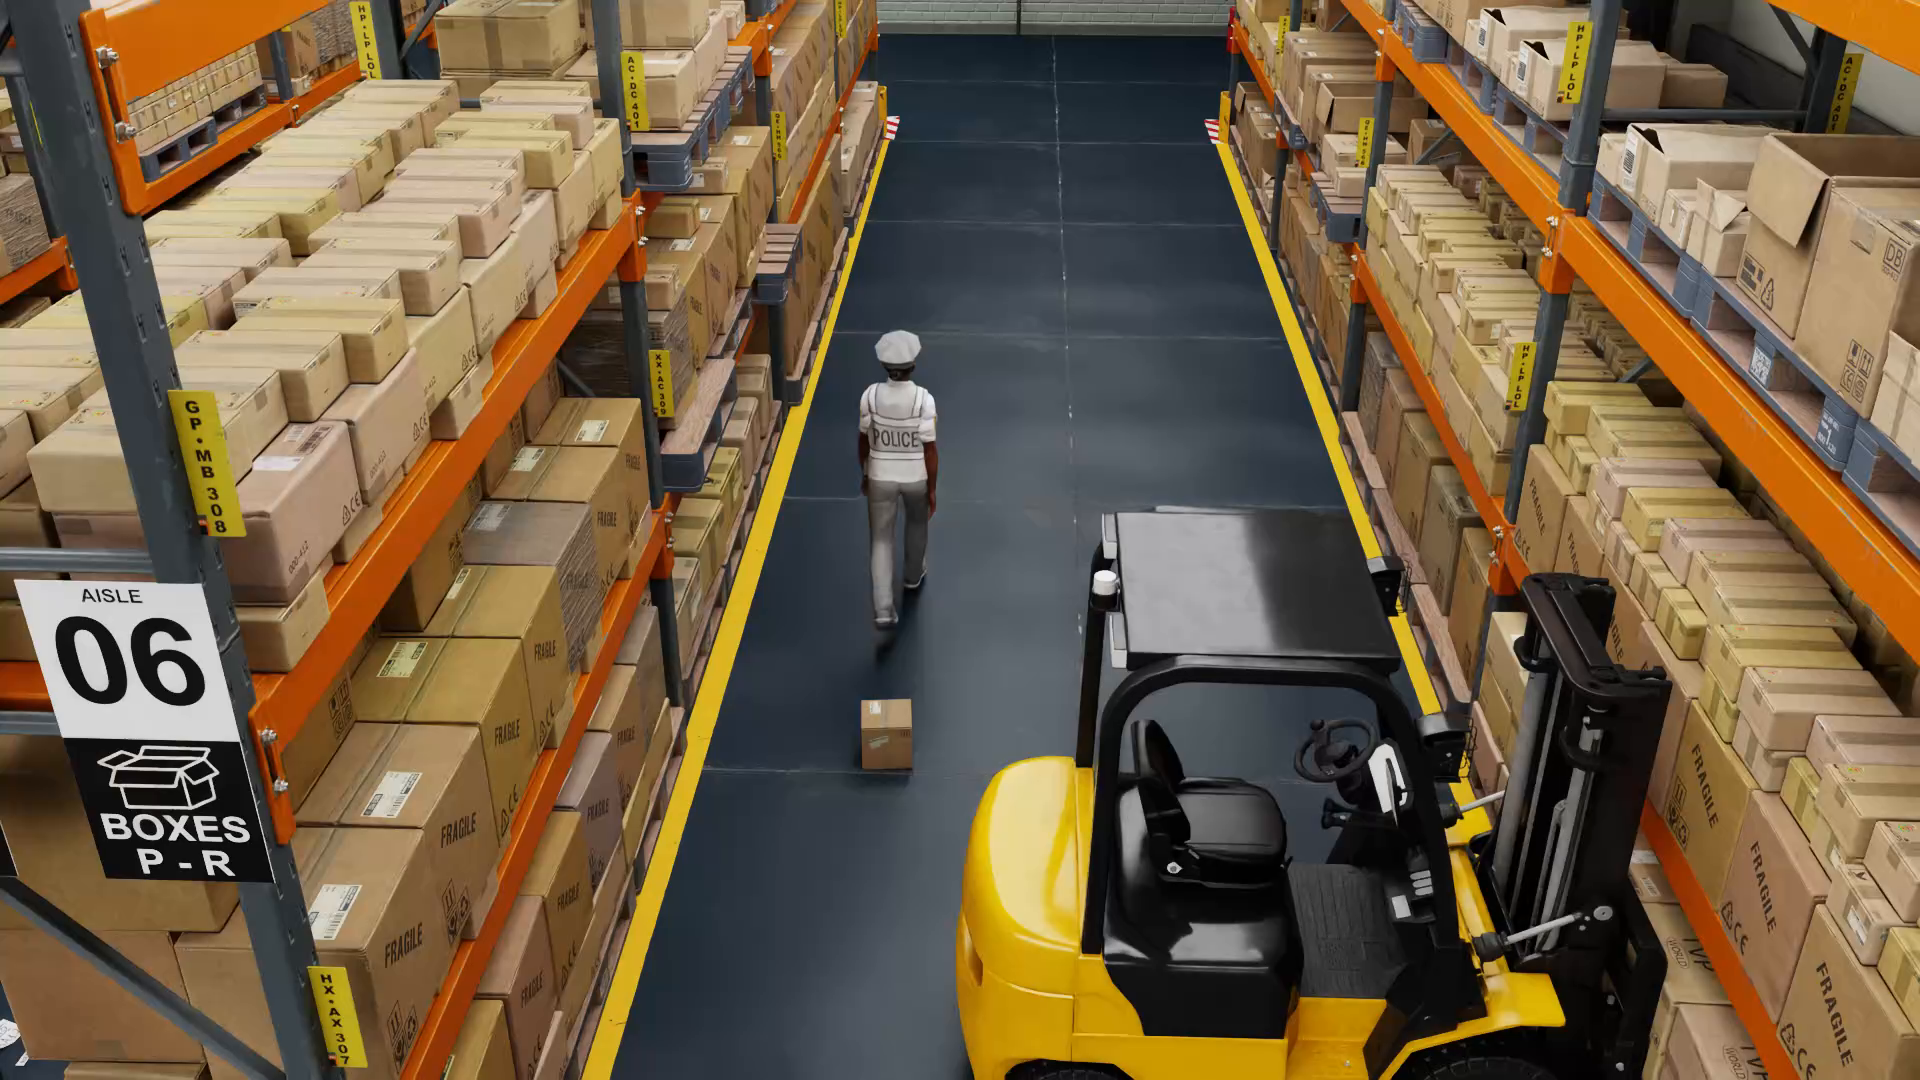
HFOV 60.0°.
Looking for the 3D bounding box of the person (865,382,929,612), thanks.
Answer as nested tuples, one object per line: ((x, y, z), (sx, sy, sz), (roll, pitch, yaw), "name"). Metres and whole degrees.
((-0.327, -0.227, 9.234), (0.386, 1.331, 0.793), (1, 28, 2), "person")
